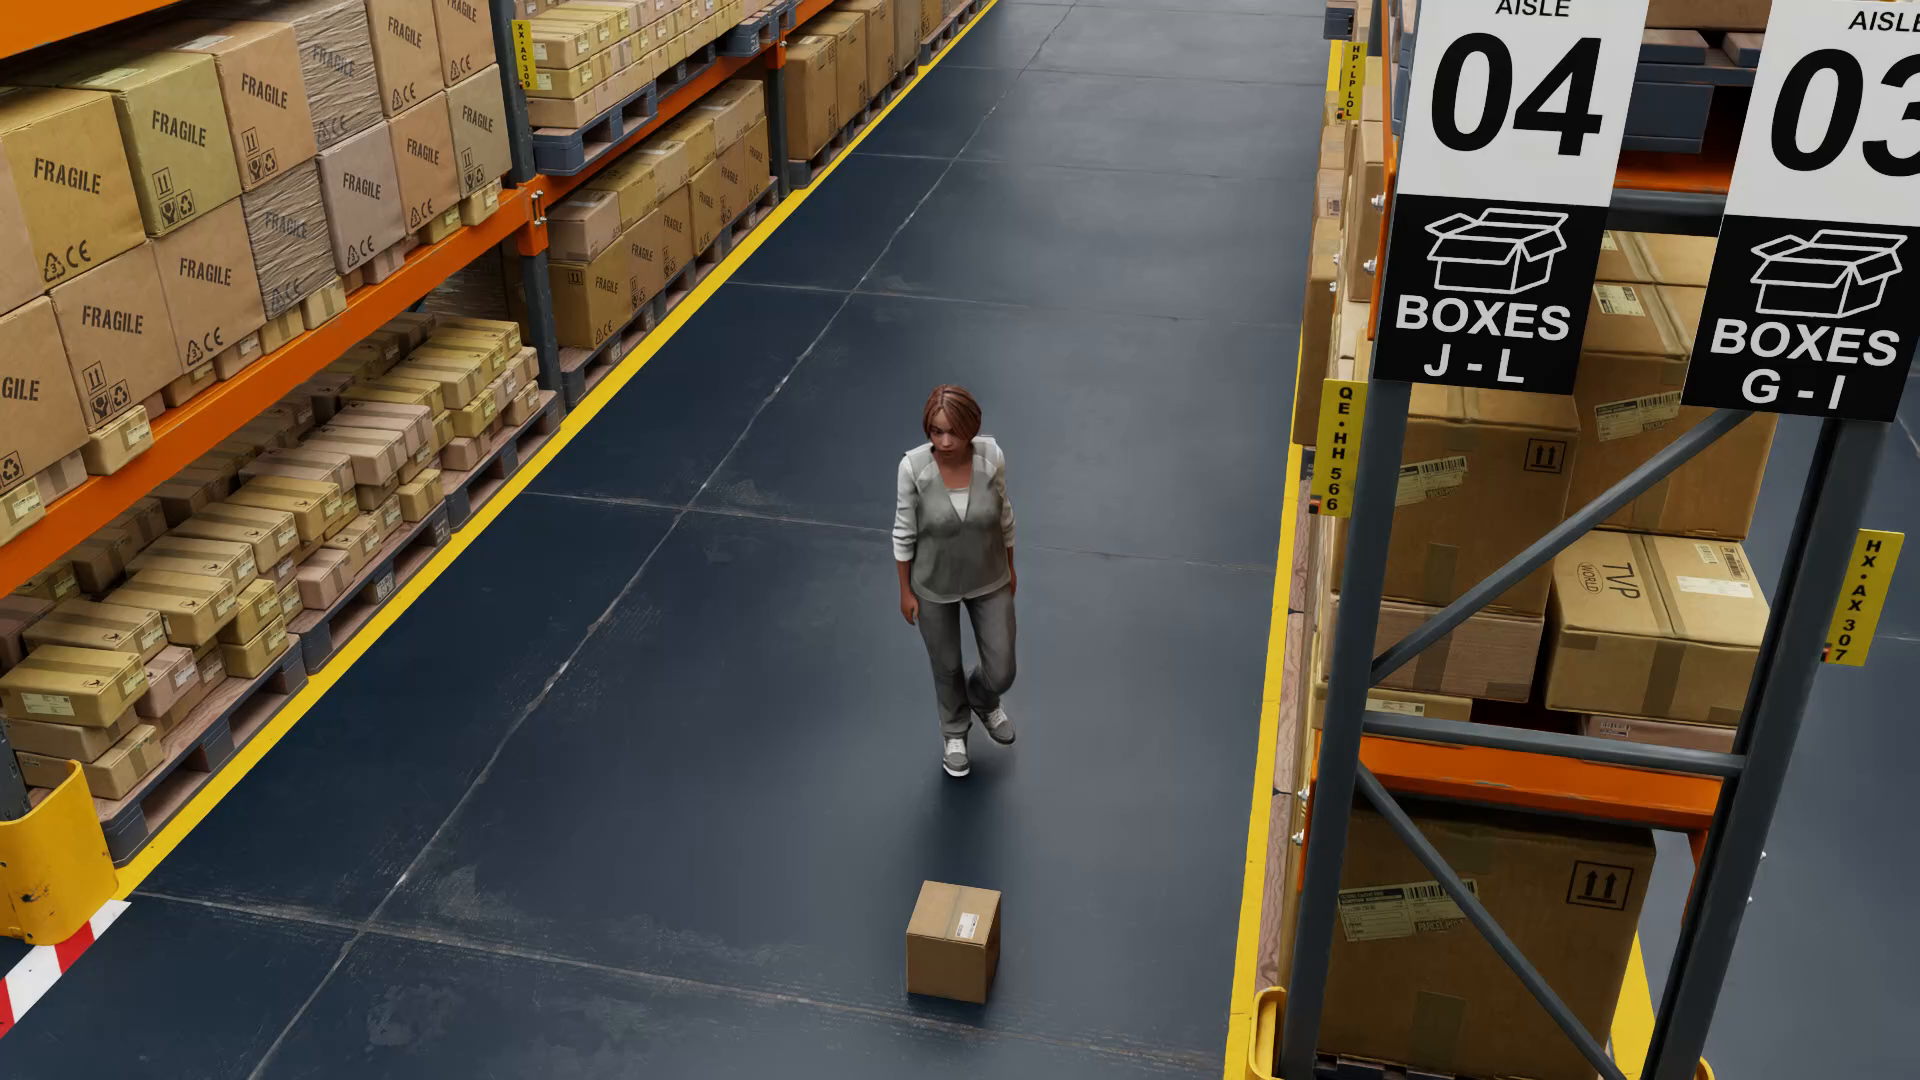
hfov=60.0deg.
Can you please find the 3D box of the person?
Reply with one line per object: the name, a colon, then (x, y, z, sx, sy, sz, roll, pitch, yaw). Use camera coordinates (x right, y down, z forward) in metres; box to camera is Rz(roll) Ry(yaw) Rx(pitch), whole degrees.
person: (-0.010, 0.154, 5.834, 0.450, 1.587, 0.420, -3, 29, -5)
